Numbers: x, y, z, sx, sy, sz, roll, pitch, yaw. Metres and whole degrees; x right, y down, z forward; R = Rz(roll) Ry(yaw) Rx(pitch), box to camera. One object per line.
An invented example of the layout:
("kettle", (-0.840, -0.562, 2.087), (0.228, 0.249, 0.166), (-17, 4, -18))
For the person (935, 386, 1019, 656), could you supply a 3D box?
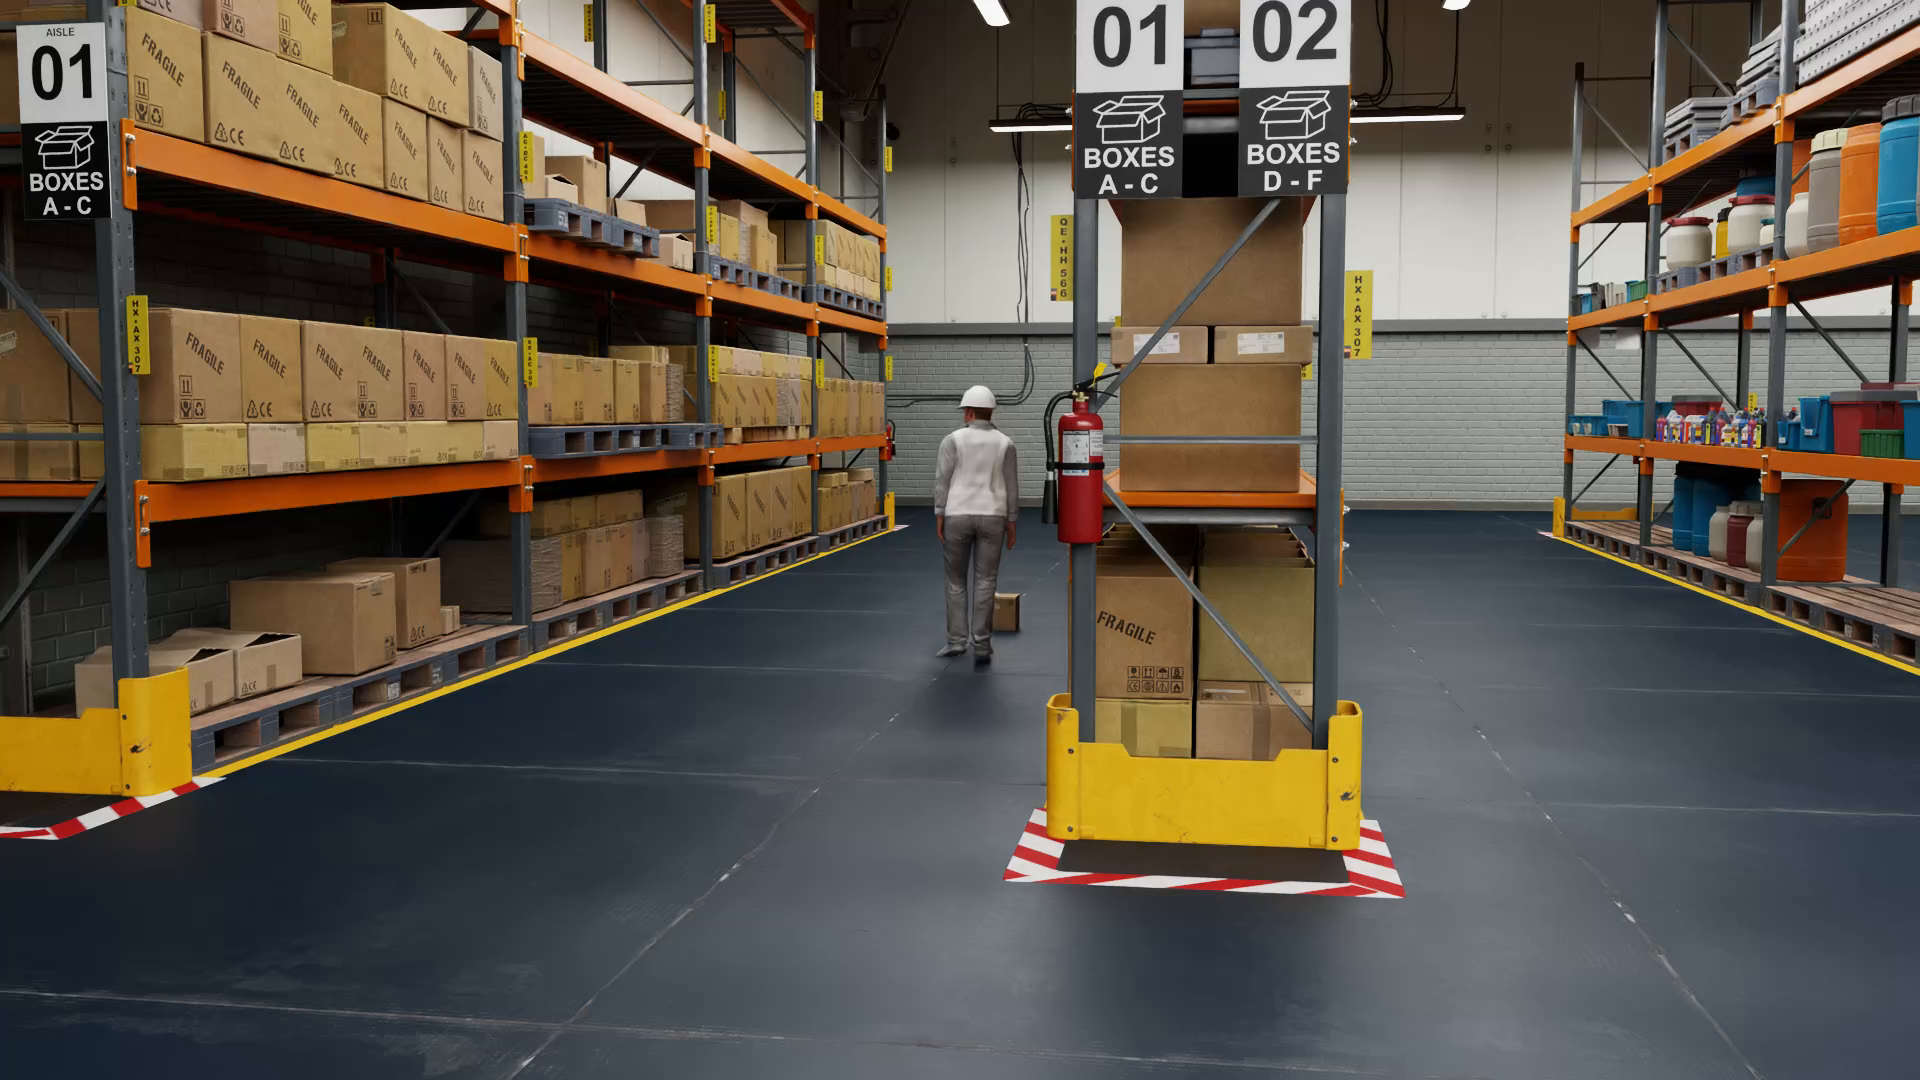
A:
("person", (0.113, -0.091, 10.875), (0.557, 1.824, 0.572), (0, 4, -2))
